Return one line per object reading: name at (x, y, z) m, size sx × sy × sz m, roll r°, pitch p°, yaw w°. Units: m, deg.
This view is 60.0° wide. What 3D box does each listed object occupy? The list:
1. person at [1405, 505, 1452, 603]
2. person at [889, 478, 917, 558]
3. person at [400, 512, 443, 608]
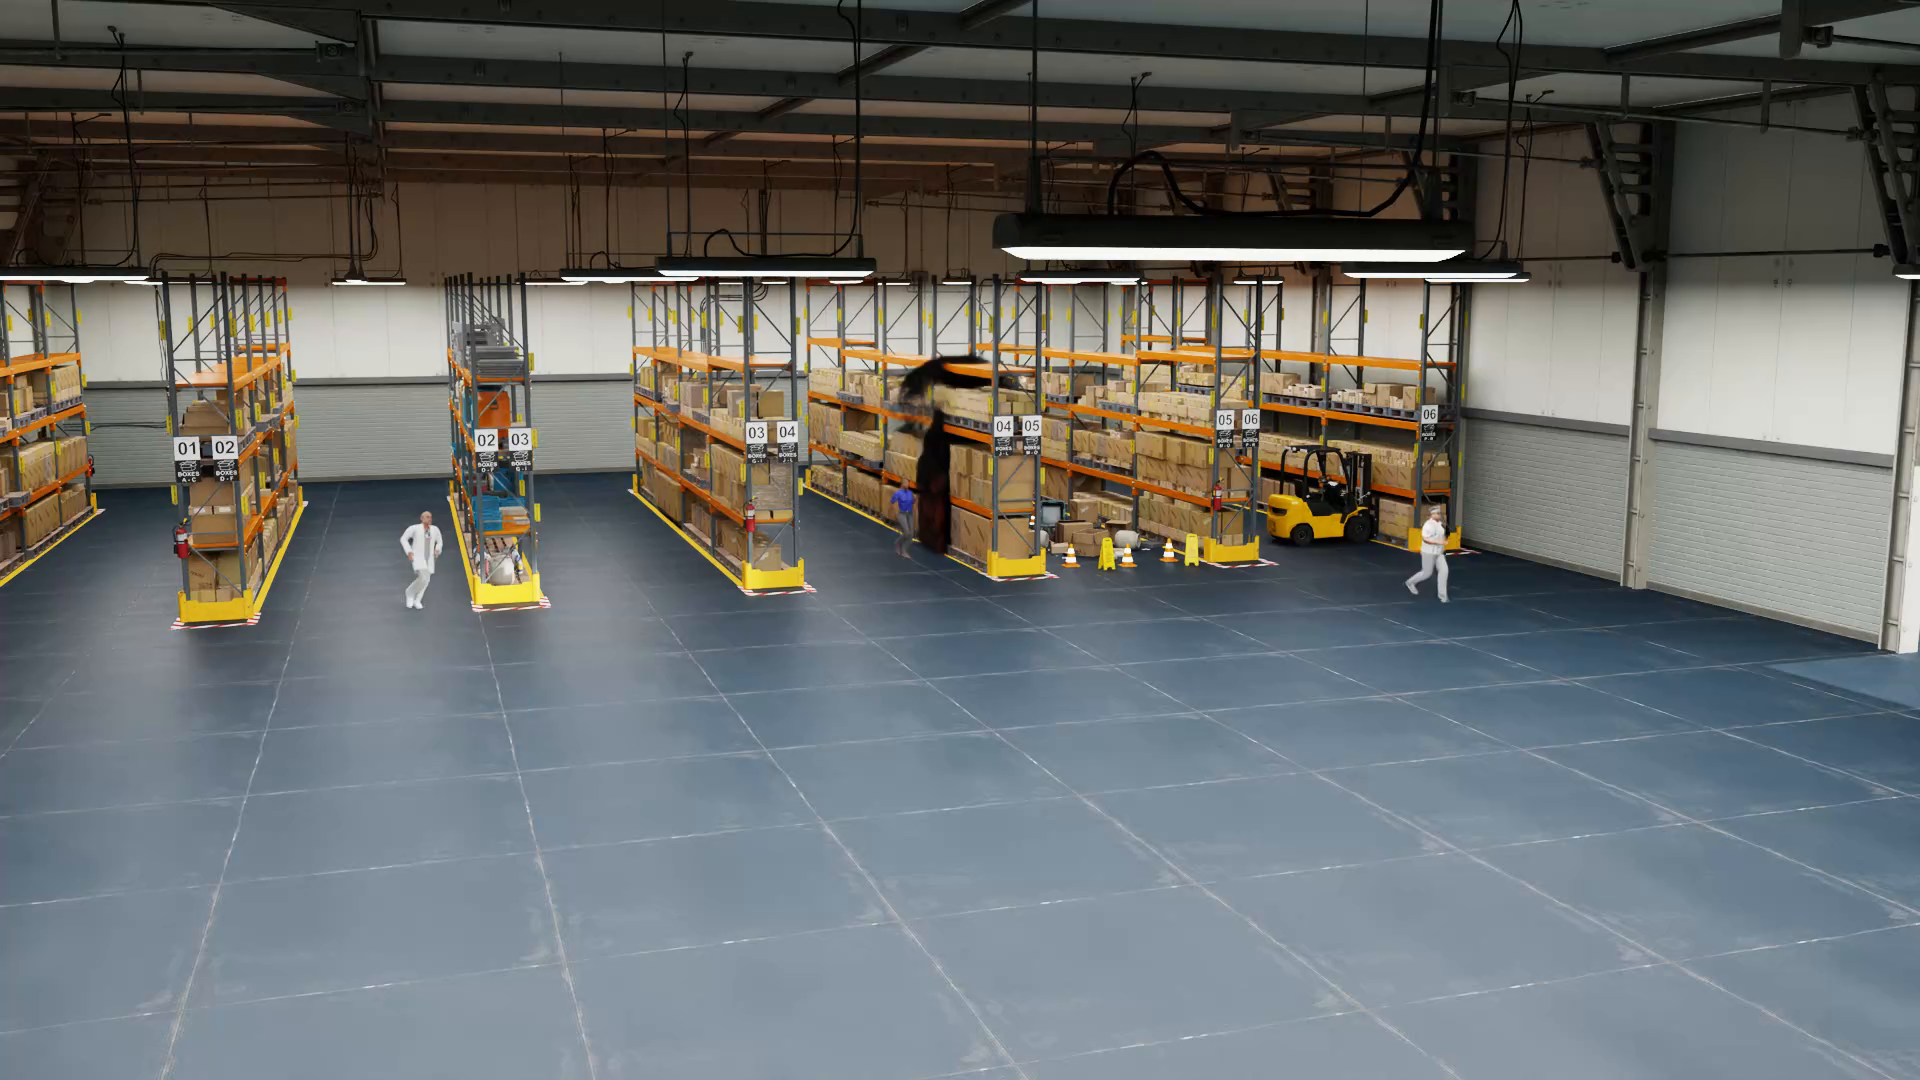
person at (8.685, 0.258, 30.706) m, size 0.938 × 1.825 × 0.693 m, roll 8°, pitch 12°, yaw 42°
person at (-1.100, -0.450, 33.839) m, size 0.582 × 1.624 × 0.504 m, roll -6°, pitch 10°, yaw -35°
person at (-9.634, 0.357, 30.010) m, size 0.582 × 1.727 × 0.703 m, roll 8°, pitch 12°, yaw 43°
